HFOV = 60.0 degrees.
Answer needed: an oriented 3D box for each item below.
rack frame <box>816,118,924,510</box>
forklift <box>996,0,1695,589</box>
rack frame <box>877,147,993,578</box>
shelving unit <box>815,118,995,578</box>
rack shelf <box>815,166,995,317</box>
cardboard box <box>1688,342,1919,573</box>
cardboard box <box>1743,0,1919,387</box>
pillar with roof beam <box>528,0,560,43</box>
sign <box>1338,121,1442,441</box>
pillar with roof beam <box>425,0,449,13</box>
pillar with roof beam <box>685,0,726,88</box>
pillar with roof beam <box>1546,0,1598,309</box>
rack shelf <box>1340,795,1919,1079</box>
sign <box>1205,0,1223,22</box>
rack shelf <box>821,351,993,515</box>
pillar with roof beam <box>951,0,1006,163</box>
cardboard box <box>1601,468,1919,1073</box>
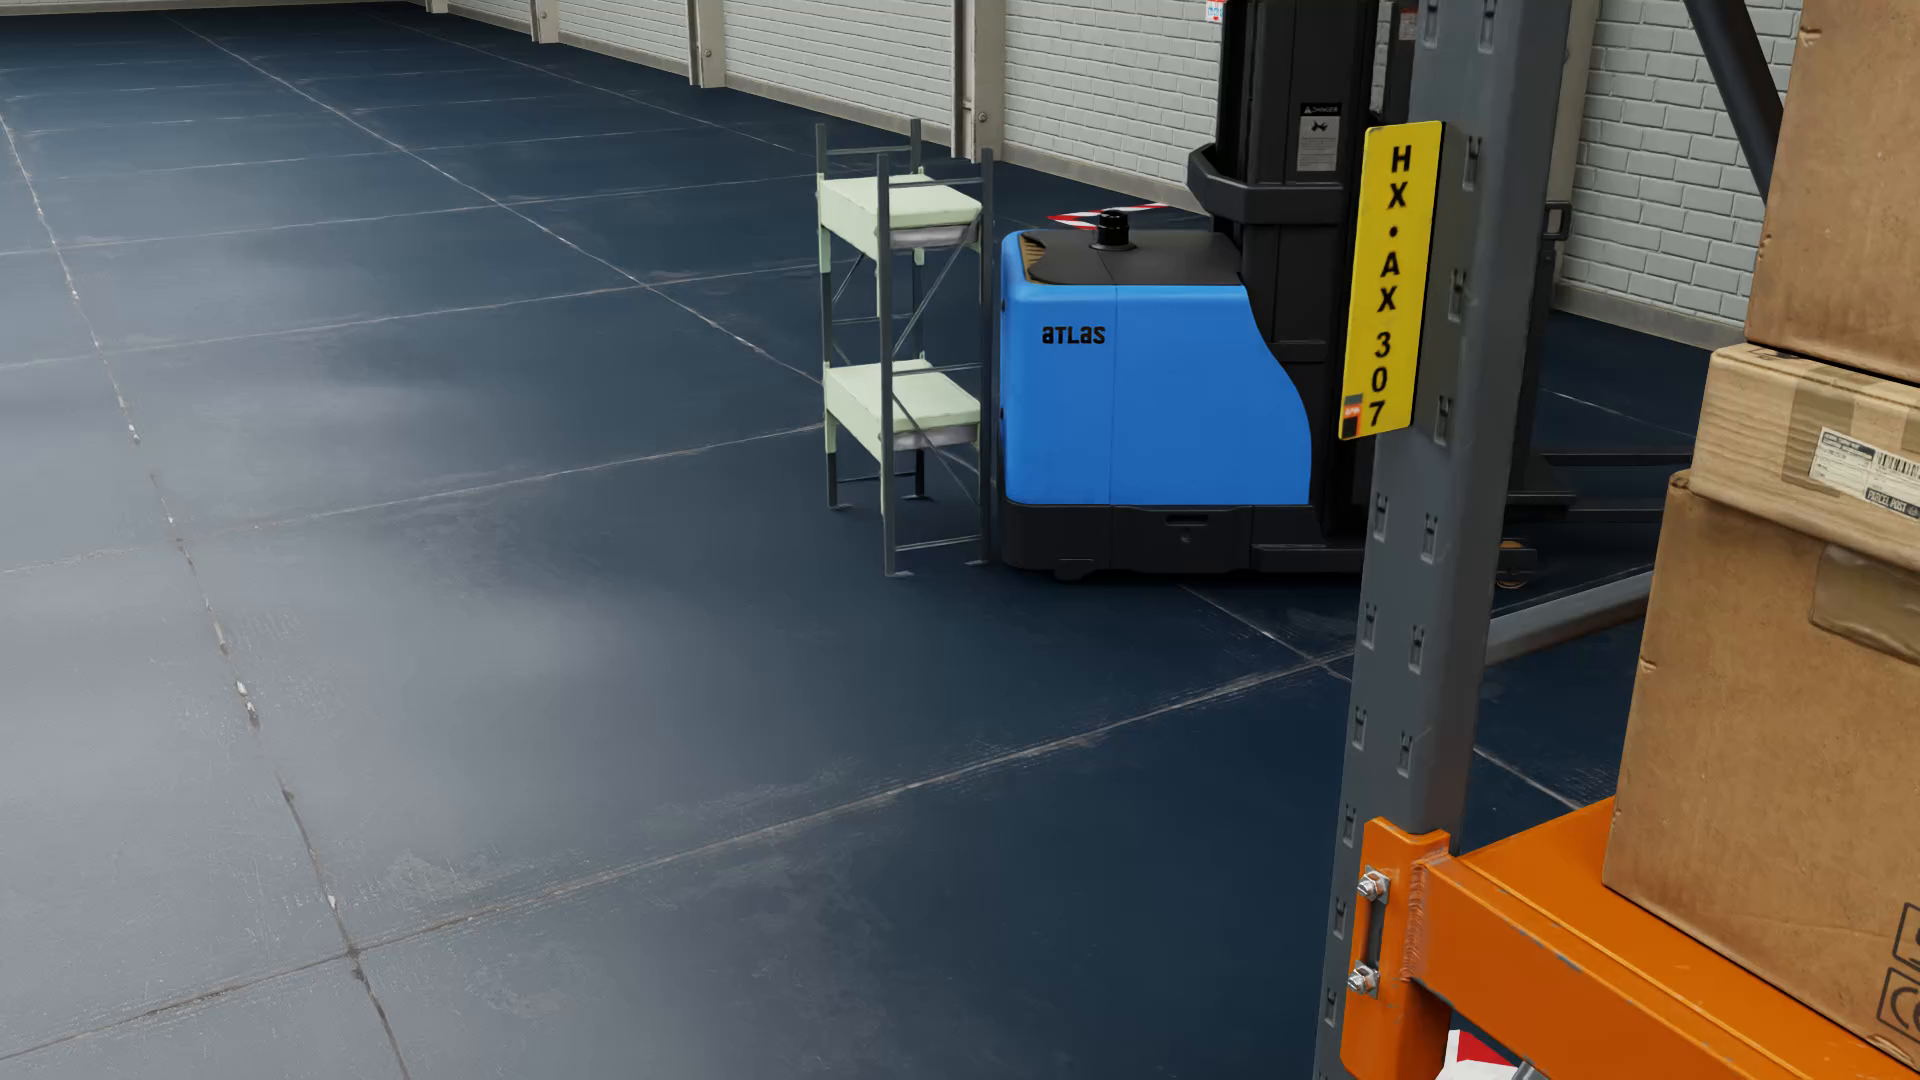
[{"bbox_3d":[-0.336,-0.846,6.400,0.400,1.500,0.023,-8,23,-19],"label":"rack frame"},{"bbox_3d":[1.663,-1.385,5.827,3.031,2.935,1.130,0,22,0],"label":"forklift"},{"bbox_3d":[-0.080,-0.587,5.765,0.400,1.500,0.023,-8,23,-19],"label":"rack frame"},{"bbox_3d":[-0.208,-0.717,6.082,0.431,1.500,0.755,-8,23,-19],"label":"shelving unit"},{"bbox_3d":[-0.208,-1.078,5.936,0.431,0.370,0.720,-8,23,-19],"label":"rack shelf"},{"bbox_3d":[0.941,-0.111,1.607,0.380,0.149,0.250,-13,25,-29],"label":"cardboard box"},{"bbox_3d":[1.180,-0.409,1.480,0.700,0.500,0.500,-13,25,-28],"label":"cardboard box"},{"bbox_3d":[-9.677,-10.547,20.309,9.100,9.000,0.400,-13,25,-28],"label":"pillar with roof beam"},{"bbox_3d":[0.445,-0.266,1.727,0.100,0.325,0.005,-13,25,-28],"label":"sign"},{"bbox_3d":[-12.742,-12.489,25.087,9.100,9.000,0.400,-13,25,-28],"label":"pillar with roof beam"},{"bbox_3d":[-6.612,-8.605,15.530,9.100,9.000,0.400,-13,25,-28],"label":"pillar with roof beam"},{"bbox_3d":[-0.482,-4.720,5.973,9.100,9.000,0.400,-13,25,-28],"label":"pillar with roof beam"},{"bbox_3d":[1.947,1.048,0.705,1.077,0.370,4.000,-13,25,-28],"label":"rack shelf"},{"bbox_3d":[1.795,-3.792,11.609,0.001,0.329,0.234,-13,25,-28],"label":"sign"},{"bbox_3d":[-0.208,-0.414,6.205,0.431,0.370,0.720,-8,23,-19],"label":"rack shelf"},{"bbox_3d":[-3.547,-6.662,10.752,9.100,9.000,0.400,-13,25,-28],"label":"pillar with roof beam"},{"bbox_3d":[1.153,0.174,1.766,0.700,0.500,0.500,-13,25,-28],"label":"cardboard box"}]
